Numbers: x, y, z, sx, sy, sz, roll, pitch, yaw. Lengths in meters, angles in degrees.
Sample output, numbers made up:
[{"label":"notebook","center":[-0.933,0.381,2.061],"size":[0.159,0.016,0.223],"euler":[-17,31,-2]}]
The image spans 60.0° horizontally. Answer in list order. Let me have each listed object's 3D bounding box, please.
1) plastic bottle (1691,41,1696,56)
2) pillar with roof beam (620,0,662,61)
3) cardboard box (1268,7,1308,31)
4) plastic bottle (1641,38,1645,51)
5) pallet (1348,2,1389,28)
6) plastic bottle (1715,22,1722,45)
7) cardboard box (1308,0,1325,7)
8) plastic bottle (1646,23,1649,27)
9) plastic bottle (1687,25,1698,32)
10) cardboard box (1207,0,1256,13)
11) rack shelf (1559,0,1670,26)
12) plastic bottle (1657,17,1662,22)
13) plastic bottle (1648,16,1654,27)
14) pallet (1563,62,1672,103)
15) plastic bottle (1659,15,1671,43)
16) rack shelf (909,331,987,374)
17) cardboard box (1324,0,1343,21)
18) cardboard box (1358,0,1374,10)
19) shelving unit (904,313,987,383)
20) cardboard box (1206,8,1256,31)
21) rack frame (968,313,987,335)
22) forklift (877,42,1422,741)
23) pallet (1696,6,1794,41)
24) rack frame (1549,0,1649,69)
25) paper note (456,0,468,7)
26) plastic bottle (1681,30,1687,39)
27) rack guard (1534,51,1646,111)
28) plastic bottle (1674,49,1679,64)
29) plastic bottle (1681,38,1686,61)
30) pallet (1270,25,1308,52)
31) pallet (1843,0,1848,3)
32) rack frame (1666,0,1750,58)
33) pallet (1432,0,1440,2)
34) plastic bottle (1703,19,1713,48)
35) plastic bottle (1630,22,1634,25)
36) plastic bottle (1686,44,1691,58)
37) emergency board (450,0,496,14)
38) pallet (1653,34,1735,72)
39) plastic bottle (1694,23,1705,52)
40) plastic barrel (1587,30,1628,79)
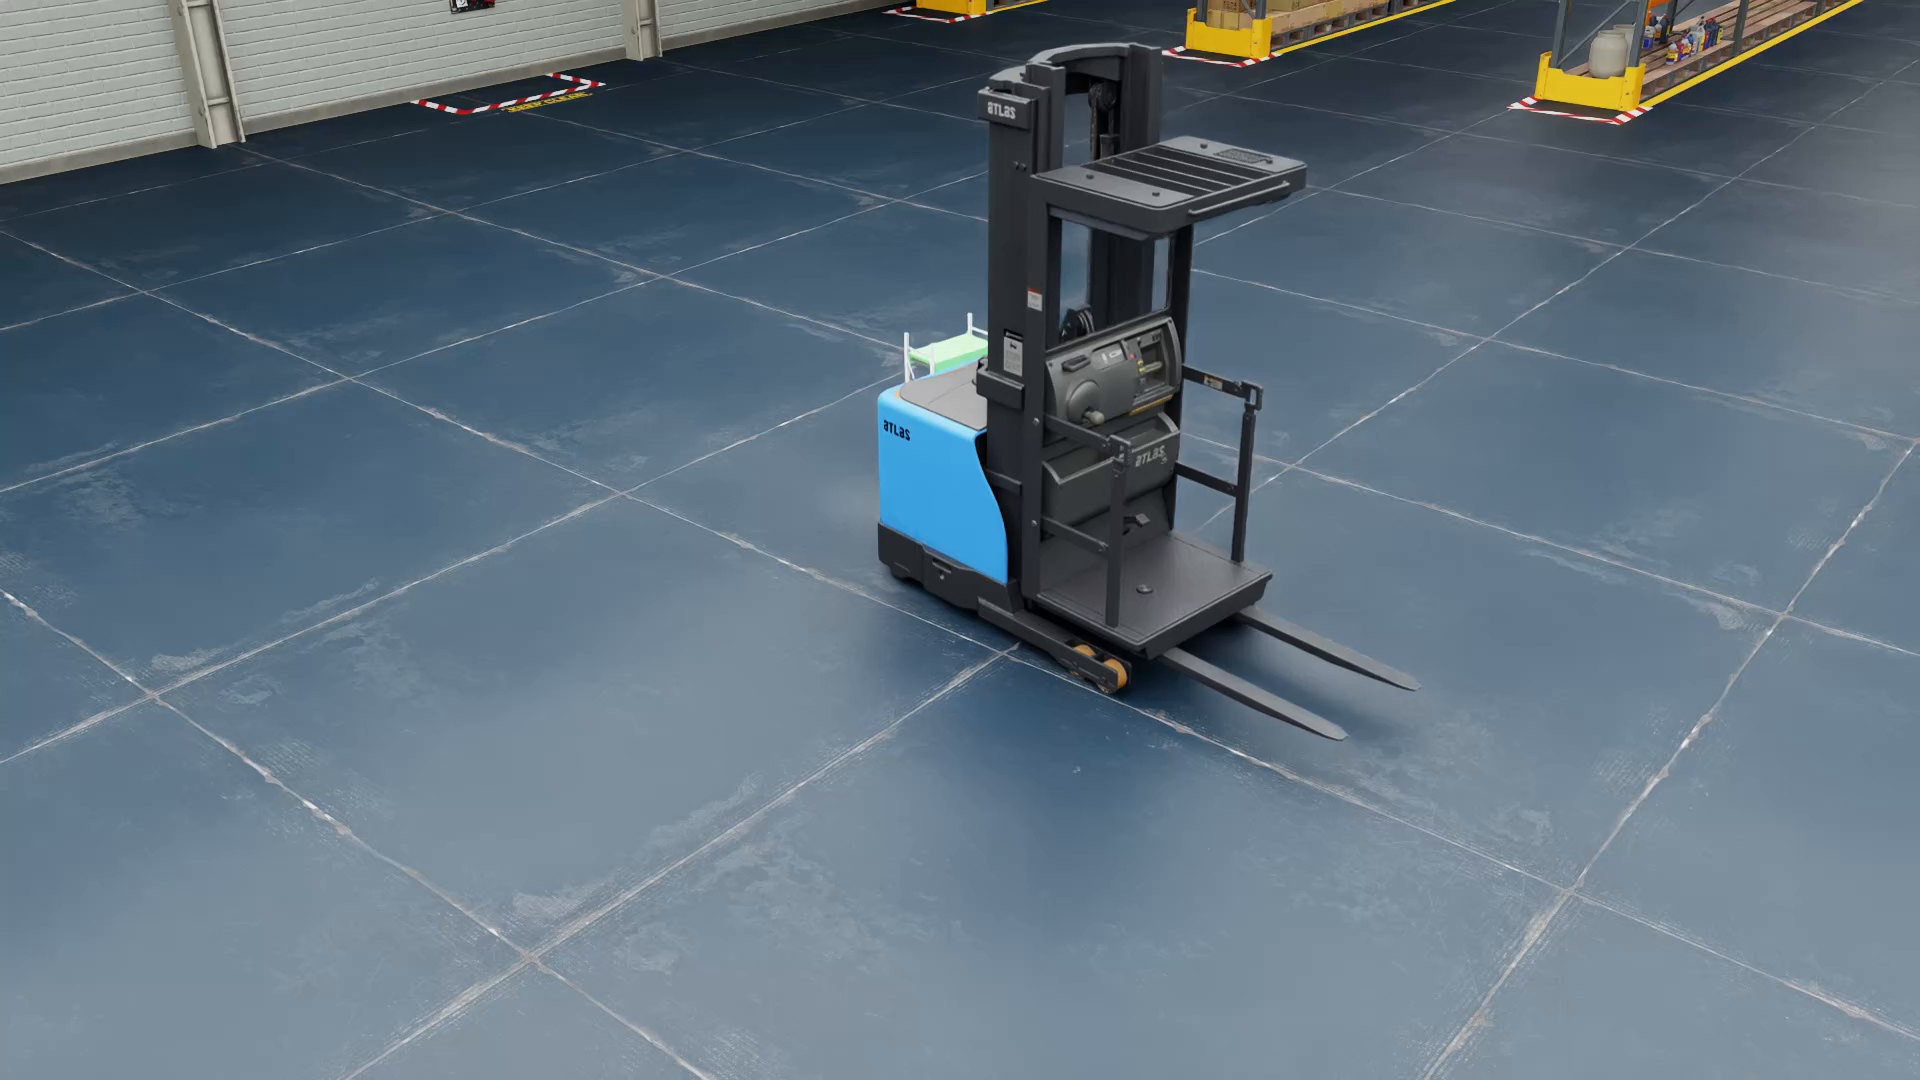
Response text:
[{"label":"plastic bottle","center":[9.326,-6.289,21.209],"size":[0.097,0.201,0.097],"euler":[0,27,0]},{"label":"pillar with roof beam","center":[-0.905,-9.195,17.731],"size":[9.100,9.000,0.400],"euler":[21,34,34]},{"label":"cardboard box","center":[4.465,-7.237,23.011],"size":[0.500,0.250,0.500],"euler":[21,34,34]},{"label":"plastic bottle","center":[8.780,-6.422,21.466],"size":[0.097,0.201,0.097],"euler":[0,27,0]},{"label":"pallet","center":[5.643,-7.879,24.750],"size":[1.003,0.211,1.213],"euler":[21,34,34]},{"label":"plastic bottle","center":[9.949,-6.660,21.836],"size":[0.061,0.283,0.133],"euler":[23,35,37]},{"label":"cardboard box","center":[4.774,-7.751,23.188],"size":[0.500,0.500,0.500],"euler":[21,34,34]},{"label":"plastic bottle","center":[8.983,-6.626,21.785],"size":[0.097,0.271,0.097],"euler":[0,27,0]},{"label":"plastic bottle","center":[9.561,-6.577,21.685],"size":[0.152,0.276,0.135],"euler":[21,34,34]},{"label":"cardboard box","center":[3.748,-7.544,22.788],"size":[0.500,0.500,0.500],"euler":[21,34,34]},{"label":"rack shelf","center":[8.729,-6.909,20.624],"size":[1.077,0.370,4.000],"euler":[21,34,34]},{"label":"plastic bottle","center":[9.275,-6.816,22.146],"size":[0.152,0.276,0.135],"euler":[22,35,36]},{"label":"plastic bottle","center":[9.047,-6.725,21.889],"size":[0.144,0.351,0.185],"euler":[19,33,32]},{"label":"pallet","center":[7.990,-5.608,20.361],"size":[1.003,0.211,1.213],"euler":[21,34,34]},{"label":"plastic bottle","center":[9.279,-6.750,21.937],"size":[0.144,0.351,0.185],"euler":[21,34,34]},{"label":"rack shelf","center":[-0.047,-1.043,9.551],"size":[0.480,0.148,0.258],"euler":[-23,35,-37]},{"label":"cardboard box","center":[5.105,-7.590,23.693],"size":[0.500,0.250,0.500],"euler":[21,34,34]},{"label":"cardboard box","center":[5.729,-7.949,24.387],"size":[0.500,0.250,0.500],"euler":[21,34,34]},{"label":"shelving unit","center":[-0.045,-0.672,9.740],"size":[0.503,1.200,0.258],"euler":[-23,35,-37]},{"label":"cardboard box","center":[3.750,-7.210,22.959],"size":[0.500,0.250,0.500],"euler":[21,34,34]},{"label":"rack frame","center":[0.135,-0.747,9.886],"size":[0.015,1.200,0.240],"euler":[-23,35,-37]},{"label":"forklift","center":[0.917,-0.807,8.120],"size":[1.130,2.935,3.031],"euler":[-24,36,-38]},{"label":"pallet","center":[11.246,-7.424,23.870],"size":[1.003,0.211,1.213],"euler":[21,34,34]},{"label":"rack frame","center":[7.457,-6.520,19.088],"size":[1.000,3.000,0.127],"euler":[21,34,34]},{"label":"paper note","center":[-5.994,-6.490,19.989],"size":[0.016,0.148,0.142],"euler":[21,34,34]},{"label":"plastic bottle","center":[9.297,-6.406,21.346],"size":[0.061,0.283,0.133],"euler":[21,34,34]},{"label":"rack guard","center":[7.469,-5.450,19.741],"size":[1.175,0.500,0.348],"euler":[21,34,34]},{"label":"plastic bottle","center":[8.916,-6.061,20.767],"size":[0.097,0.201,0.097],"euler":[0,27,0]},{"label":"plastic bottle","center":[9.068,-6.176,20.915],"size":[0.097,0.271,0.097],"euler":[0,27,0]},{"label":"pallet","center":[4.091,-7.013,23.077],"size":[1.003,0.211,1.213],"euler":[21,34,34]},{"label":"pallet","center":[13.791,-8.840,26.608],"size":[1.003,0.211,1.213],"euler":[21,34,34]},{"label":"rack frame","center":[10.001,-7.938,21.829],"size":[1.000,3.000,0.127],"euler":[21,34,34]},{"label":"pallet","center":[7.395,-8.855,26.638],"size":[1.003,0.211,1.213],"euler":[21,34,34]},{"label":"plastic bottle","center":[9.692,-6.576,21.601],"size":[0.144,0.351,0.185],"euler":[19,33,32]},{"label":"plastic bottle","center":[8.659,-6.508,21.470],"size":[0.144,0.351,0.185],"euler":[22,35,36]},{"label":"plastic bottle","center":[9.195,-6.216,21.068],"size":[0.097,0.201,0.097],"euler":[0,27,0]},{"label":"emergency board","center":[-5.828,-6.924,19.869],"size":[0.194,1.169,0.643],"euler":[21,34,34]},{"label":"pallet","center":[9.542,-6.473,22.033],"size":[1.003,0.211,1.213],"euler":[21,34,34]},{"label":"plastic bottle","center":[9.486,-6.462,21.380],"size":[0.144,0.351,0.185],"euler":[21,34,34]},{"label":"plastic barrel","center":[7.816,-5.857,20.057],"size":[0.421,0.512,0.421],"euler":[0,27,0]}]
